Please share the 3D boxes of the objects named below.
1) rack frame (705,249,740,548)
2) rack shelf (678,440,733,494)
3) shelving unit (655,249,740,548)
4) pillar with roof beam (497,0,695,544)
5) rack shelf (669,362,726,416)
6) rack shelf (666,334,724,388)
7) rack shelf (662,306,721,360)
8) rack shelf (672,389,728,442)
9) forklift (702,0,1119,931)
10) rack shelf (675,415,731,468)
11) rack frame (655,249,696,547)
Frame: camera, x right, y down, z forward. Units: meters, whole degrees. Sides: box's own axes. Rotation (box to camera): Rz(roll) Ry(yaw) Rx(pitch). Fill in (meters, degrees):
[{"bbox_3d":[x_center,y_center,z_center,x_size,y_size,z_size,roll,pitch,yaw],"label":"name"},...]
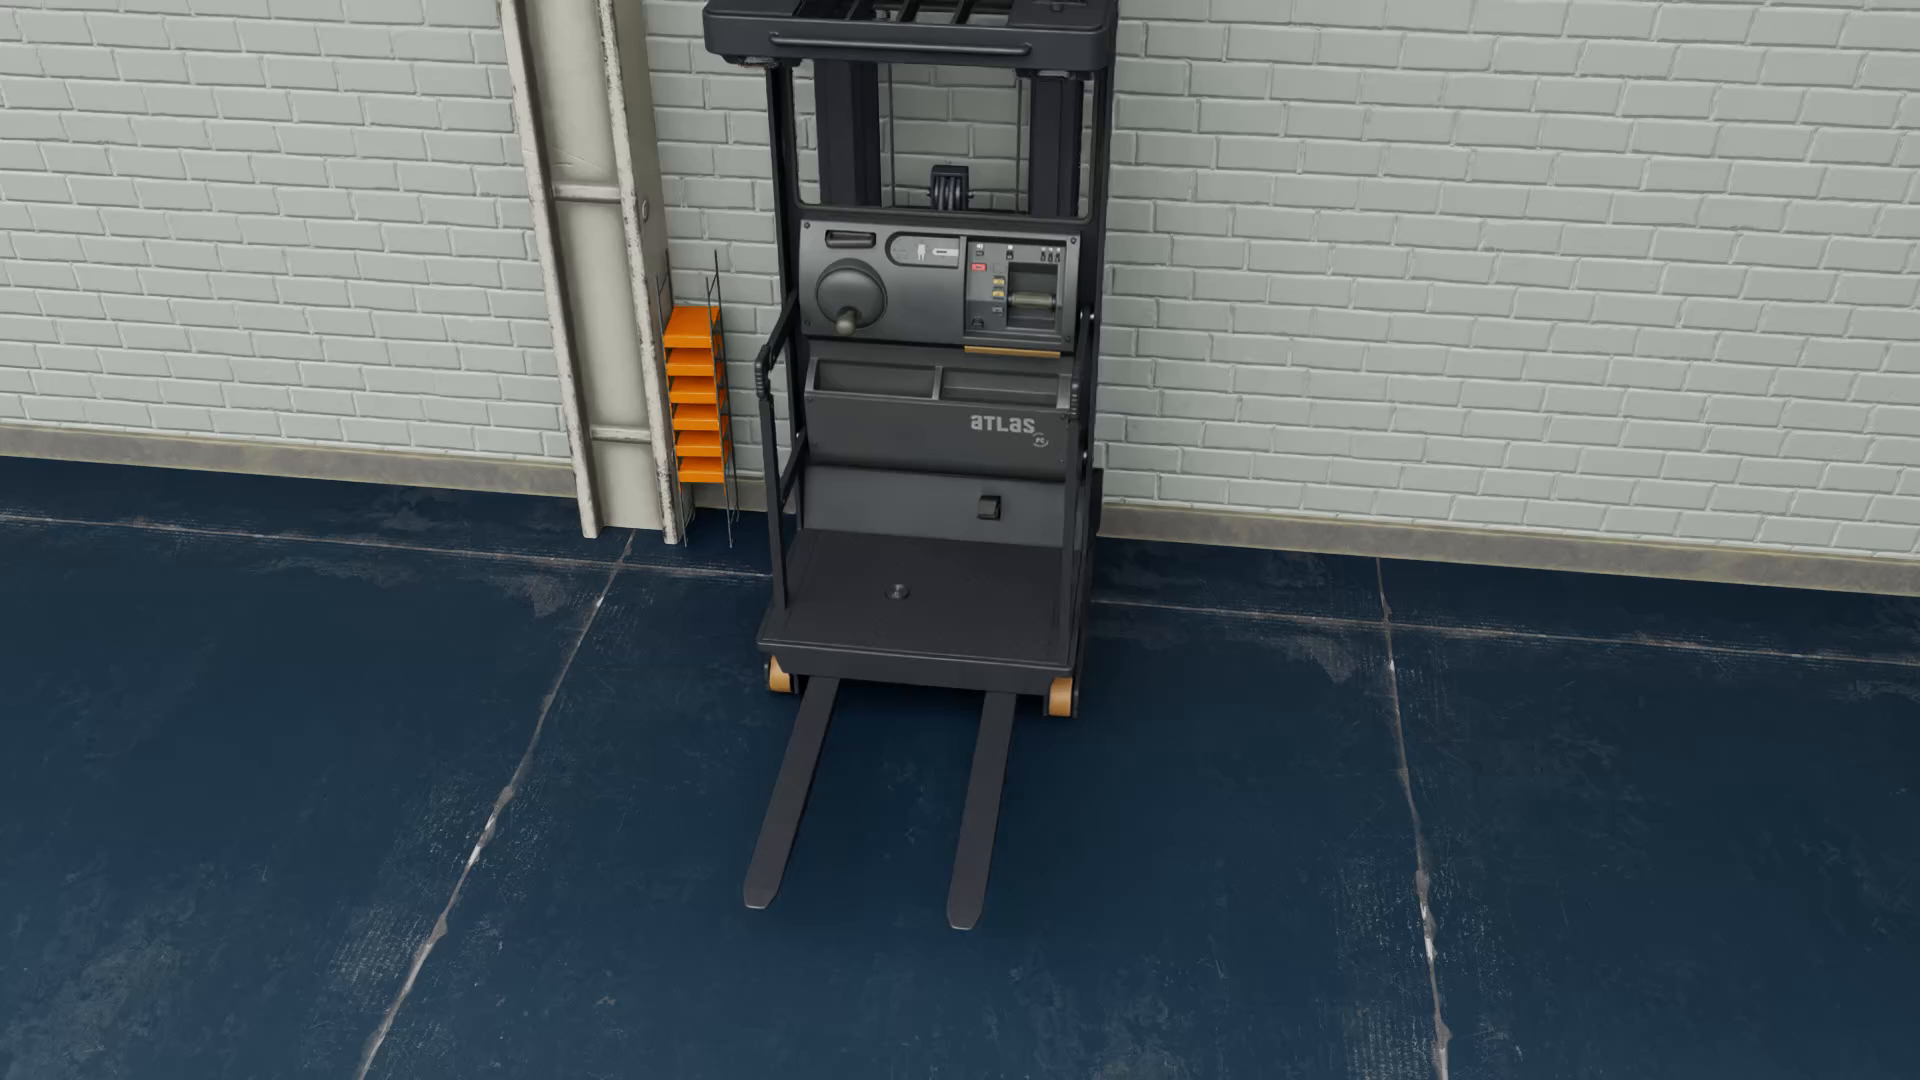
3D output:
[{"bbox_3d":[-0.917,-0.526,6.454,0.006,1.200,0.240,1,36,1],"label":"rack frame"},{"bbox_3d":[-1.010,-0.296,6.621,0.180,0.103,0.258,1,36,1],"label":"rack shelf"},{"bbox_3d":[-1.008,-0.528,6.456,0.189,1.200,0.258,1,36,1],"label":"shelving unit"},{"bbox_3d":[-1.866,-1.268,0.781,0.400,9.000,9.100,4,36,6],"label":"pillar with roof beam"},{"bbox_3d":[-1.008,-0.589,6.412,0.180,0.103,0.258,1,36,1],"label":"rack shelf"},{"bbox_3d":[-1.008,-0.687,6.342,0.180,0.103,0.258,1,36,1],"label":"rack shelf"},{"bbox_3d":[-1.007,-0.785,6.272,0.180,0.103,0.258,1,36,1],"label":"rack shelf"},{"bbox_3d":[-1.009,-0.492,6.482,0.180,0.103,0.258,1,36,1],"label":"rack shelf"},{"bbox_3d":[-0.098,-0.785,5.327,1.130,2.935,3.031,4,36,6],"label":"forklift"},{"bbox_3d":[-1.009,-0.394,6.551,0.180,0.103,0.258,1,36,1],"label":"rack shelf"},{"bbox_3d":[-1.100,-0.529,6.457,0.006,1.200,0.240,1,36,1],"label":"rack frame"}]
